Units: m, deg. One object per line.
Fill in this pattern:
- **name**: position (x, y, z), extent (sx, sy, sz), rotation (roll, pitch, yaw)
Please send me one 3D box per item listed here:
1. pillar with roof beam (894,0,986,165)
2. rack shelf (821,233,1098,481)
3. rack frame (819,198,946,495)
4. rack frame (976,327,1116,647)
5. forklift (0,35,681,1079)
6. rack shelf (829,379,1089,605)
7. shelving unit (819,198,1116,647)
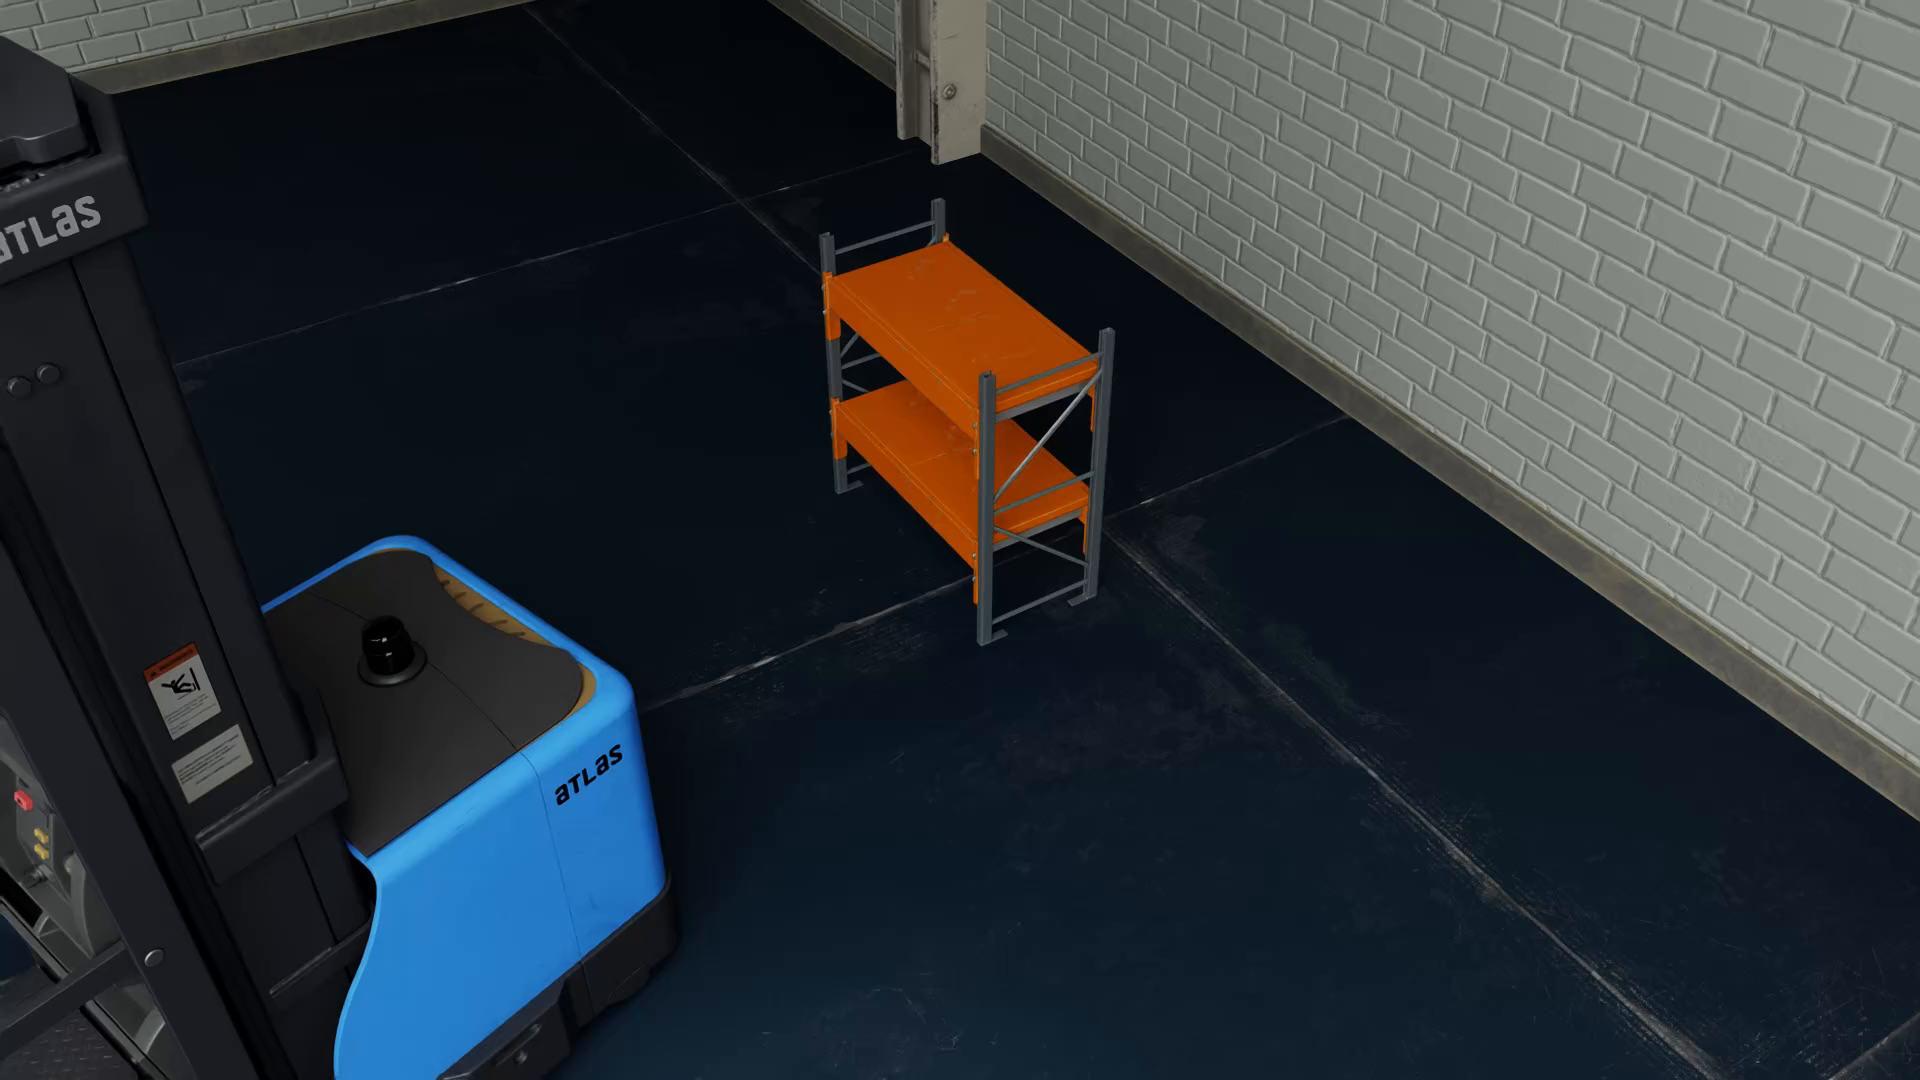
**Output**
- **pillar with roof beam**: position (-3.730, -4.065, 4.099), extent (9.100, 9.000, 0.400), rotation (-22, 45, -24)
- **rack shelf**: position (0.004, -0.653, 5.698), extent (0.538, 0.278, 1.000), rotation (-22, 45, -24)
- **rack frame**: position (-0.270, -0.703, 6.215), extent (0.500, 1.125, 0.032), rotation (-22, 45, -24)
- **rack frame**: position (0.277, -0.154, 5.556), extent (0.500, 1.125, 0.032), rotation (-22, 45, -24)
- **forklift**: position (-2.134, 0.580, 3.265), extent (1.130, 2.935, 3.031), rotation (28, 47, 30)
- **rack shelf**: position (0.004, -0.241, 6.042), extent (0.538, 0.278, 1.000), rotation (-22, 45, -24)
- **shelving unit**: position (0.004, -0.428, 5.886), extent (0.538, 1.125, 1.048), rotation (-22, 45, -24)
